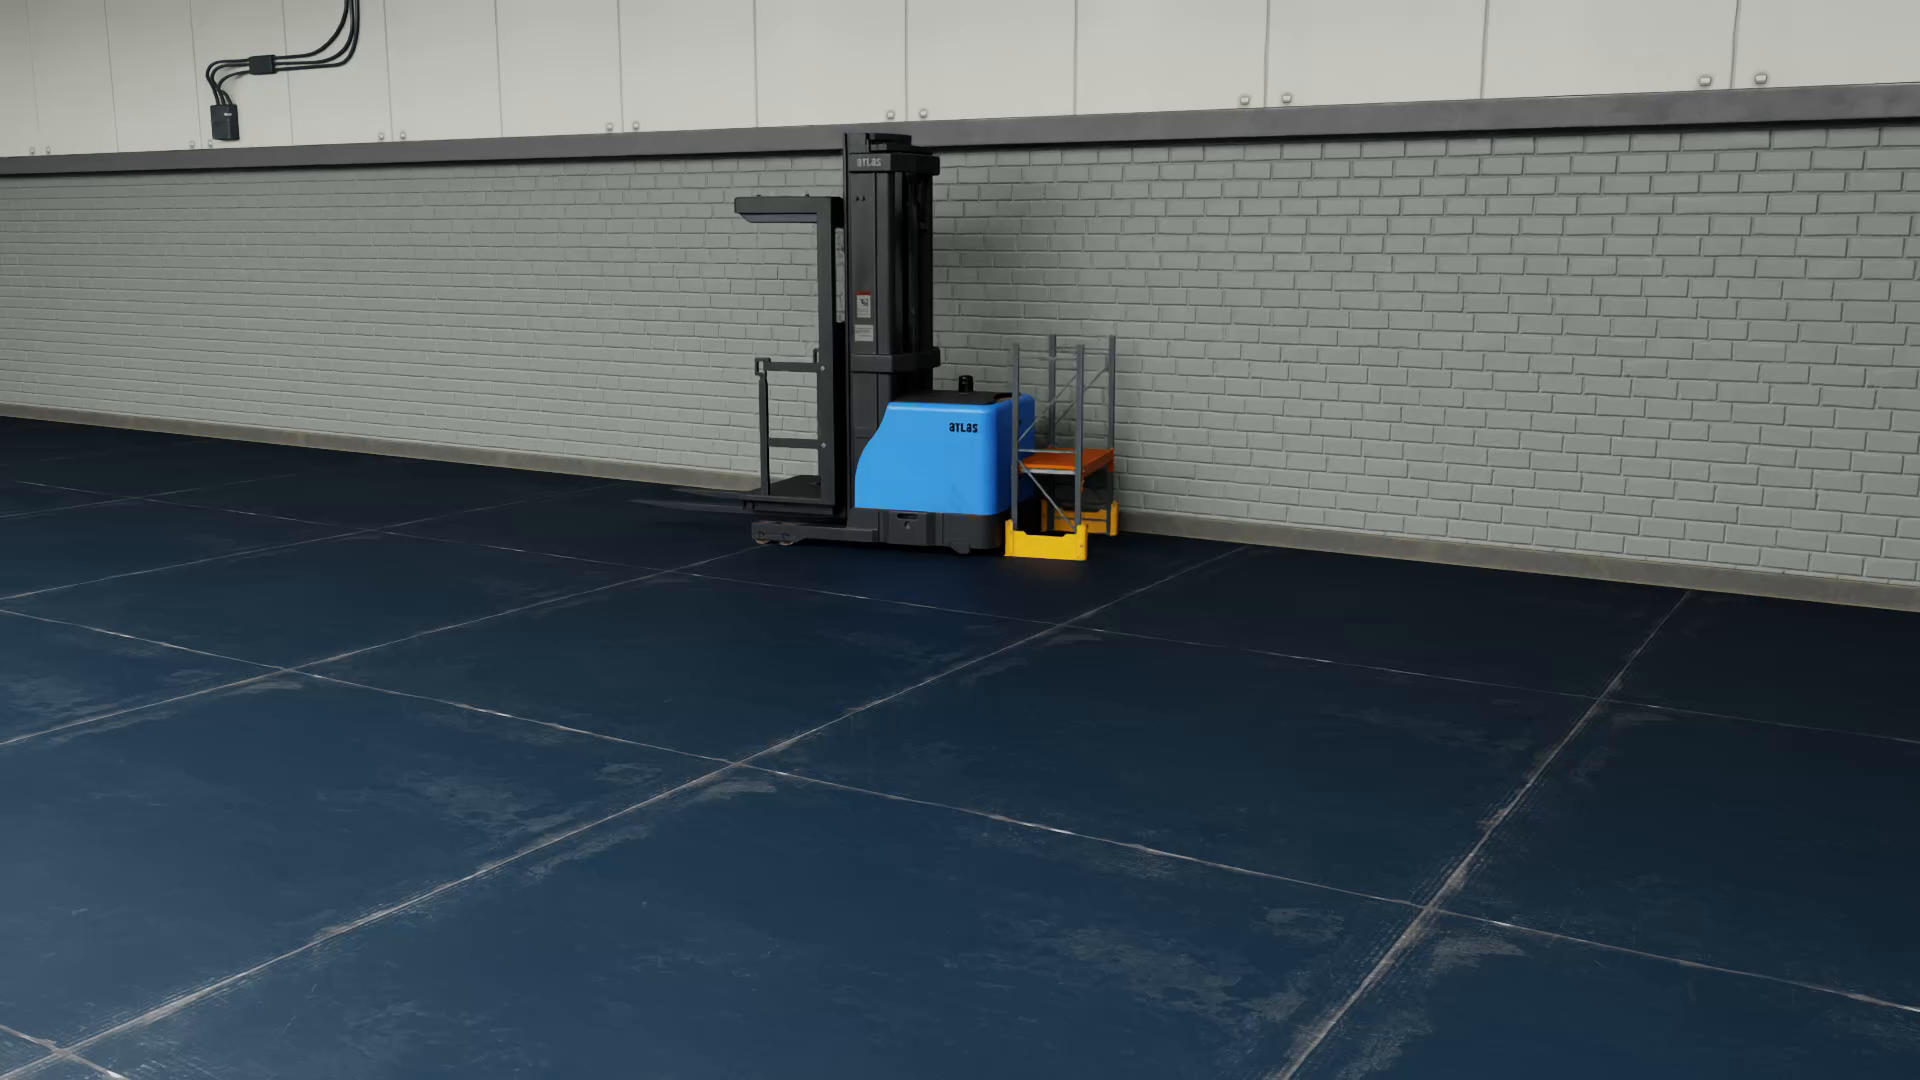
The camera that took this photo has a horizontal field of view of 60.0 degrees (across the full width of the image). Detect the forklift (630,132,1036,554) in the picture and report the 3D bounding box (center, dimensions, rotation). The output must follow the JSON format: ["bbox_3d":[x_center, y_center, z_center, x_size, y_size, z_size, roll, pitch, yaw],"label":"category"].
[{"bbox_3d":[-1.004,-1.485,12.337,3.031,2.935,1.130,4,11,20],"label":"forklift"}]

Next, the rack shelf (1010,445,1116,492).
[{"bbox_3d":[0.760,-0.527,12.086,0.538,0.185,1.000,3,11,17],"label":"rack shelf"}]

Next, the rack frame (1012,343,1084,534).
[{"bbox_3d":[0.606,-0.615,11.577,0.500,1.500,0.032,3,11,17],"label":"rack frame"}]

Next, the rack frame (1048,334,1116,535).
[{"bbox_3d":[0.914,-0.793,12.529,0.500,1.500,0.032,3,11,17],"label":"rack frame"}]

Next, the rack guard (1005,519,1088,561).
[{"bbox_3d":[0.607,-0.001,11.693,0.587,0.250,0.087,3,11,17],"label":"rack guard"}]

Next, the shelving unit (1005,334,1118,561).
[{"bbox_3d":[0.757,-0.702,12.045,0.587,1.500,1.083,3,11,17],"label":"shelving unit"}]

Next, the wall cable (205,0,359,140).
[{"bbox_3d":[-6.867,-7.063,16.398,2.305,6.003,0.169,6,12,31],"label":"wall cable"}]

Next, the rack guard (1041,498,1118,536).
[{"bbox_3d":[0.908,-0.175,12.626,0.587,0.250,0.087,3,11,17],"label":"rack guard"}]
